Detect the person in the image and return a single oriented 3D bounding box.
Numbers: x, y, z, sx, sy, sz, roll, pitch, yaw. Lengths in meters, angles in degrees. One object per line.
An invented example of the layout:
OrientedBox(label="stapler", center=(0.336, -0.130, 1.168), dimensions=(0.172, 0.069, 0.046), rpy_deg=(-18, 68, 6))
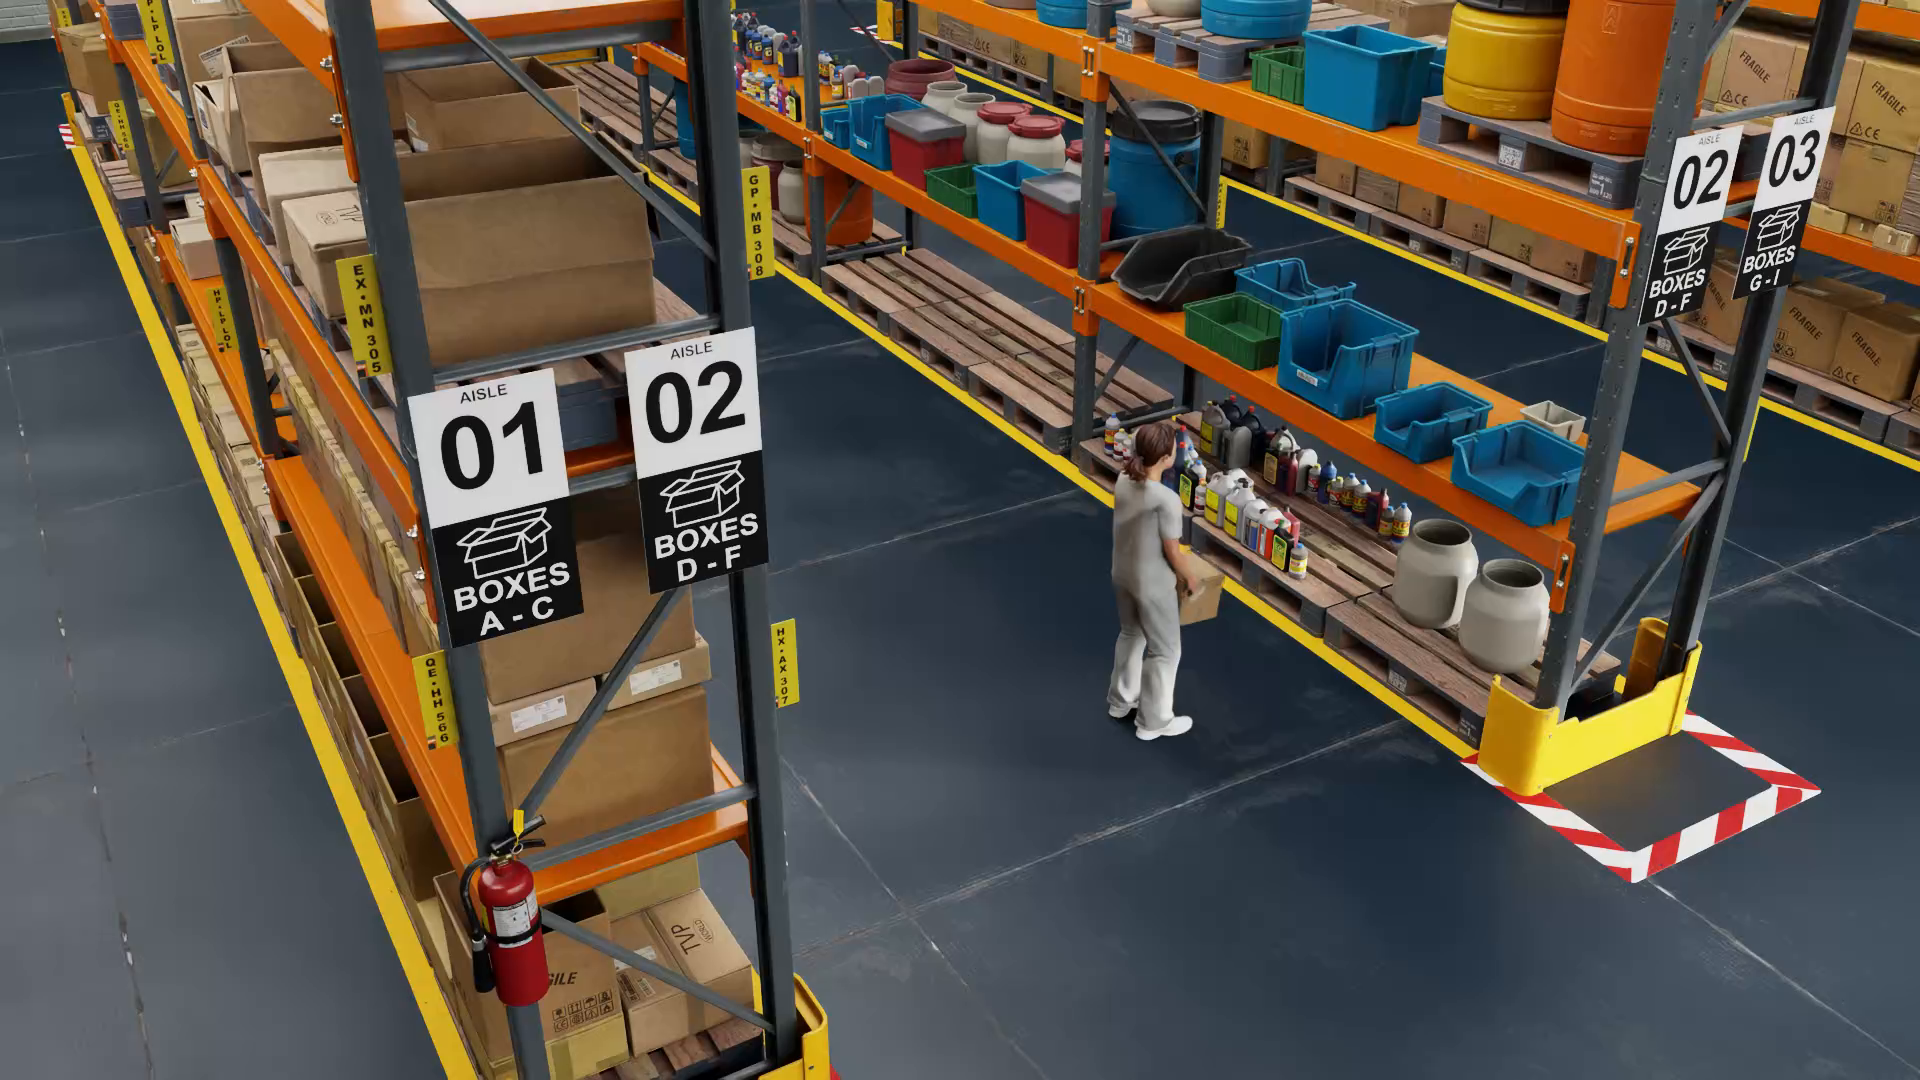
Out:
OrientedBox(label="person", center=(0.937, 0.190, 8.214), dimensions=(0.378, 1.676, 0.467), rpy_deg=(-17, 33, -27))
